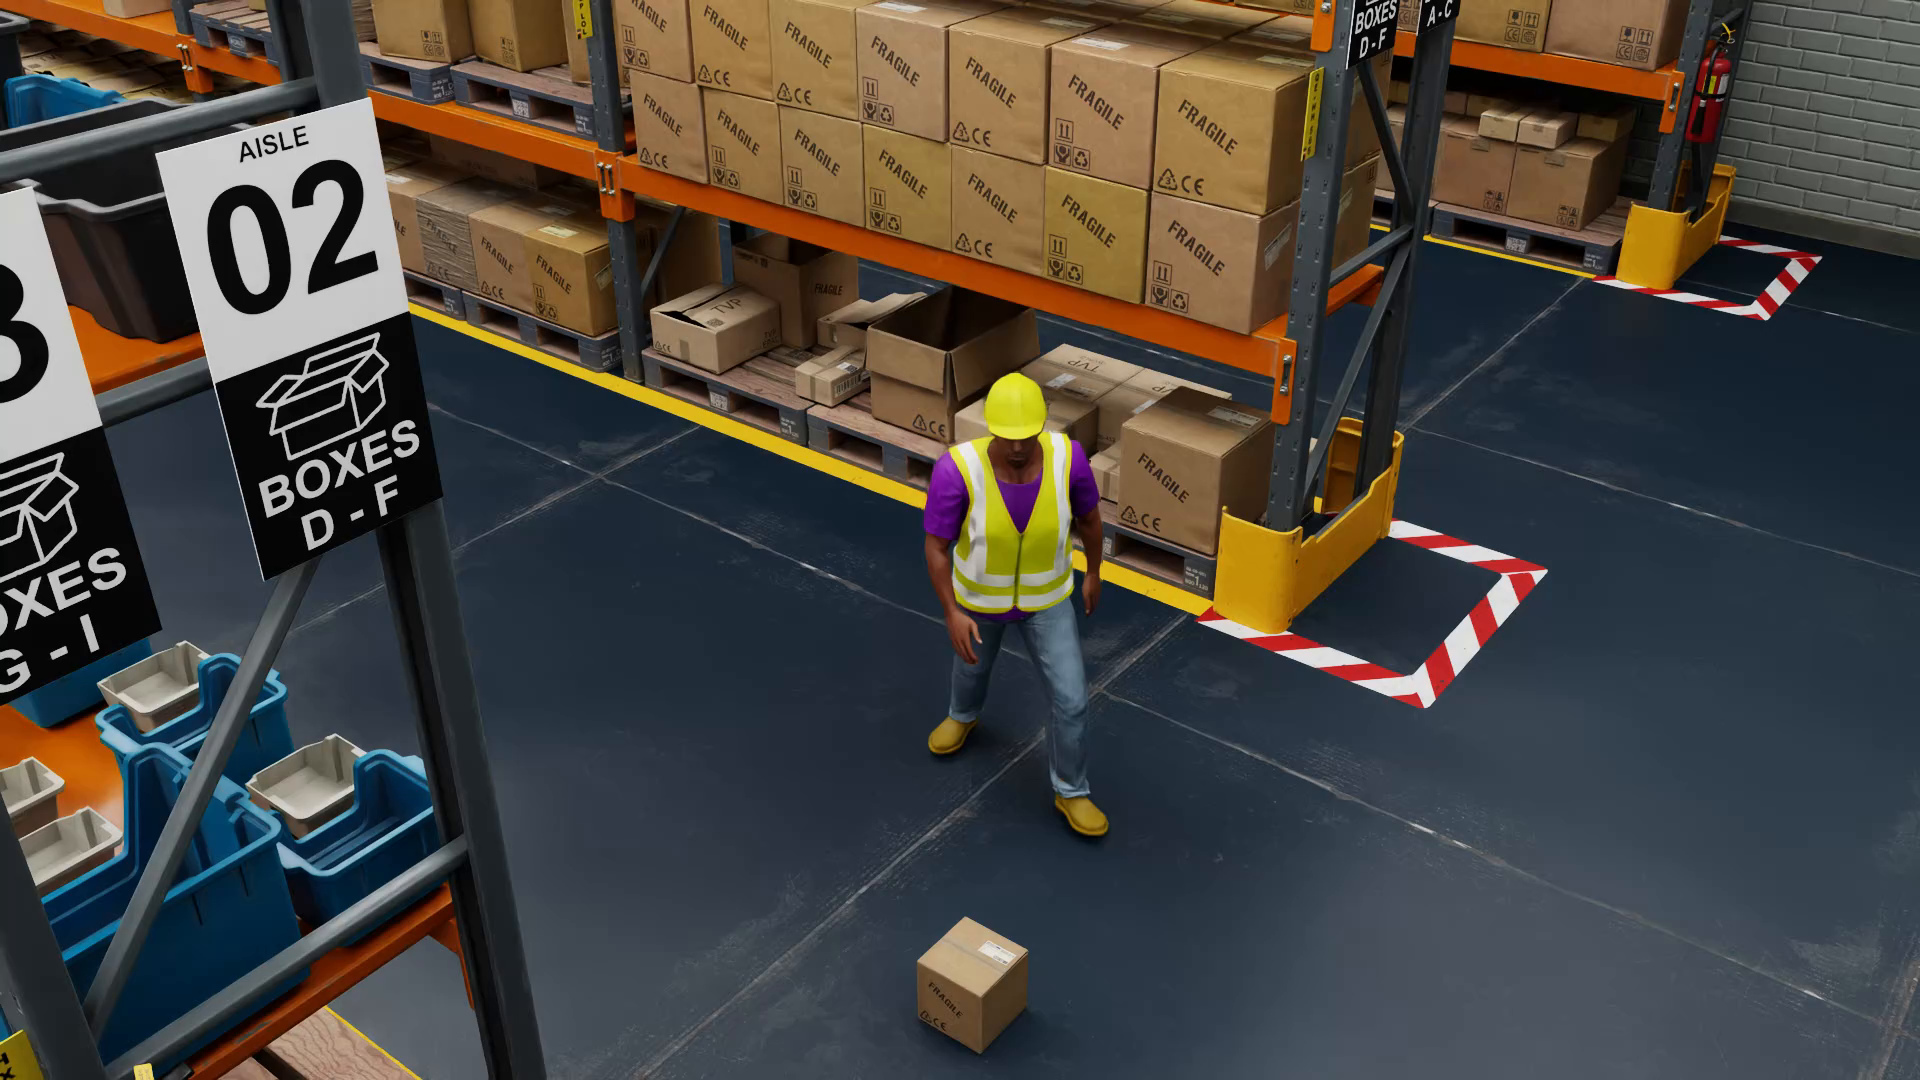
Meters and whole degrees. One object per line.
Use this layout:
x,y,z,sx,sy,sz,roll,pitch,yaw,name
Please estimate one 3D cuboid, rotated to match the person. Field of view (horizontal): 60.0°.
-6.444,-1.494,8.660,13.402,1.721,8.305,-2,31,-4,person
